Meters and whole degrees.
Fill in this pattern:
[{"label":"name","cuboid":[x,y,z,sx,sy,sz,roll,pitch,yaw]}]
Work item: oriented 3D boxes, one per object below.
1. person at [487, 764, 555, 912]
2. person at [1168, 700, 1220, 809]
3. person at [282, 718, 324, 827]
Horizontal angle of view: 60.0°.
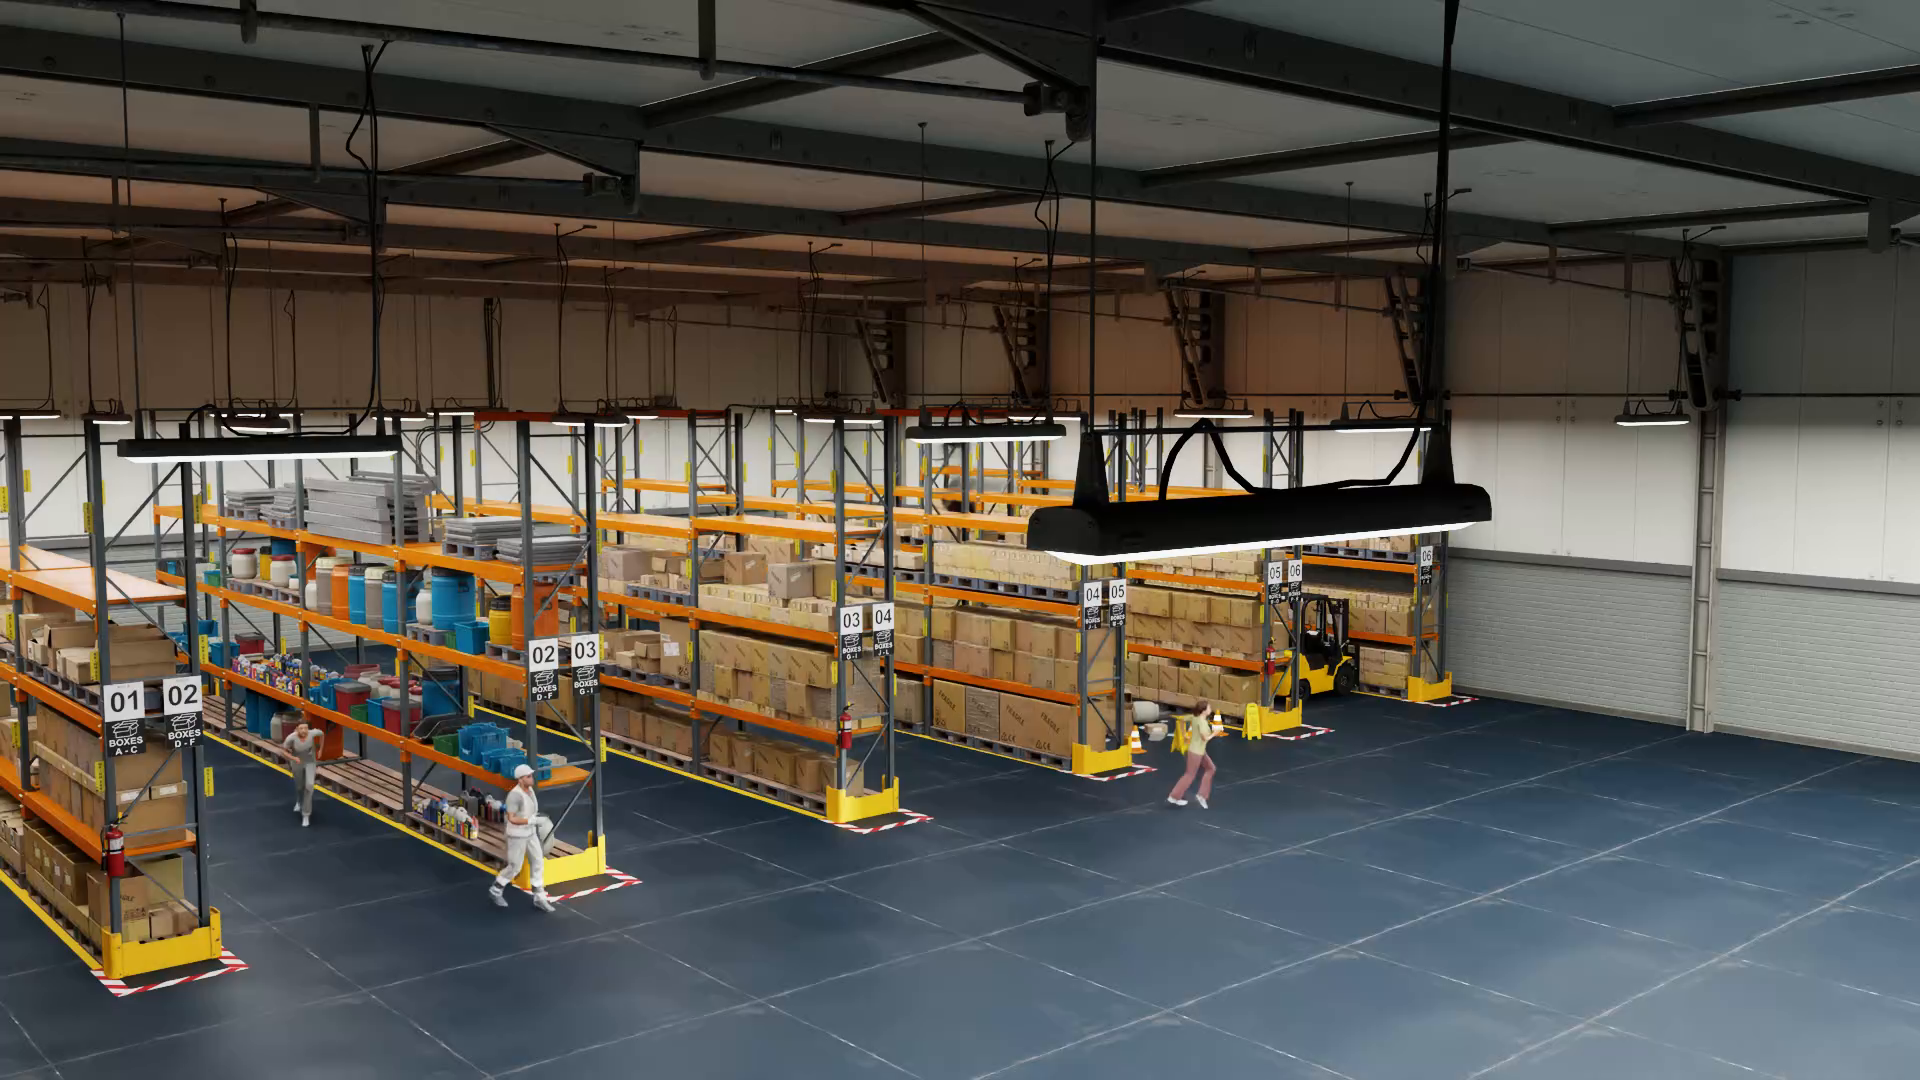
[{"label":"person","cuboid":[-5.385,3.652,20.370,0.841,1.841,0.682,1,5,14]},{"label":"person","cuboid":[3.564,3.291,25.332,0.790,1.714,0.549,0,5,1]},{"label":"person","cuboid":[-9.766,3.390,24.727,0.605,1.627,0.964,-3,6,-27]}]
